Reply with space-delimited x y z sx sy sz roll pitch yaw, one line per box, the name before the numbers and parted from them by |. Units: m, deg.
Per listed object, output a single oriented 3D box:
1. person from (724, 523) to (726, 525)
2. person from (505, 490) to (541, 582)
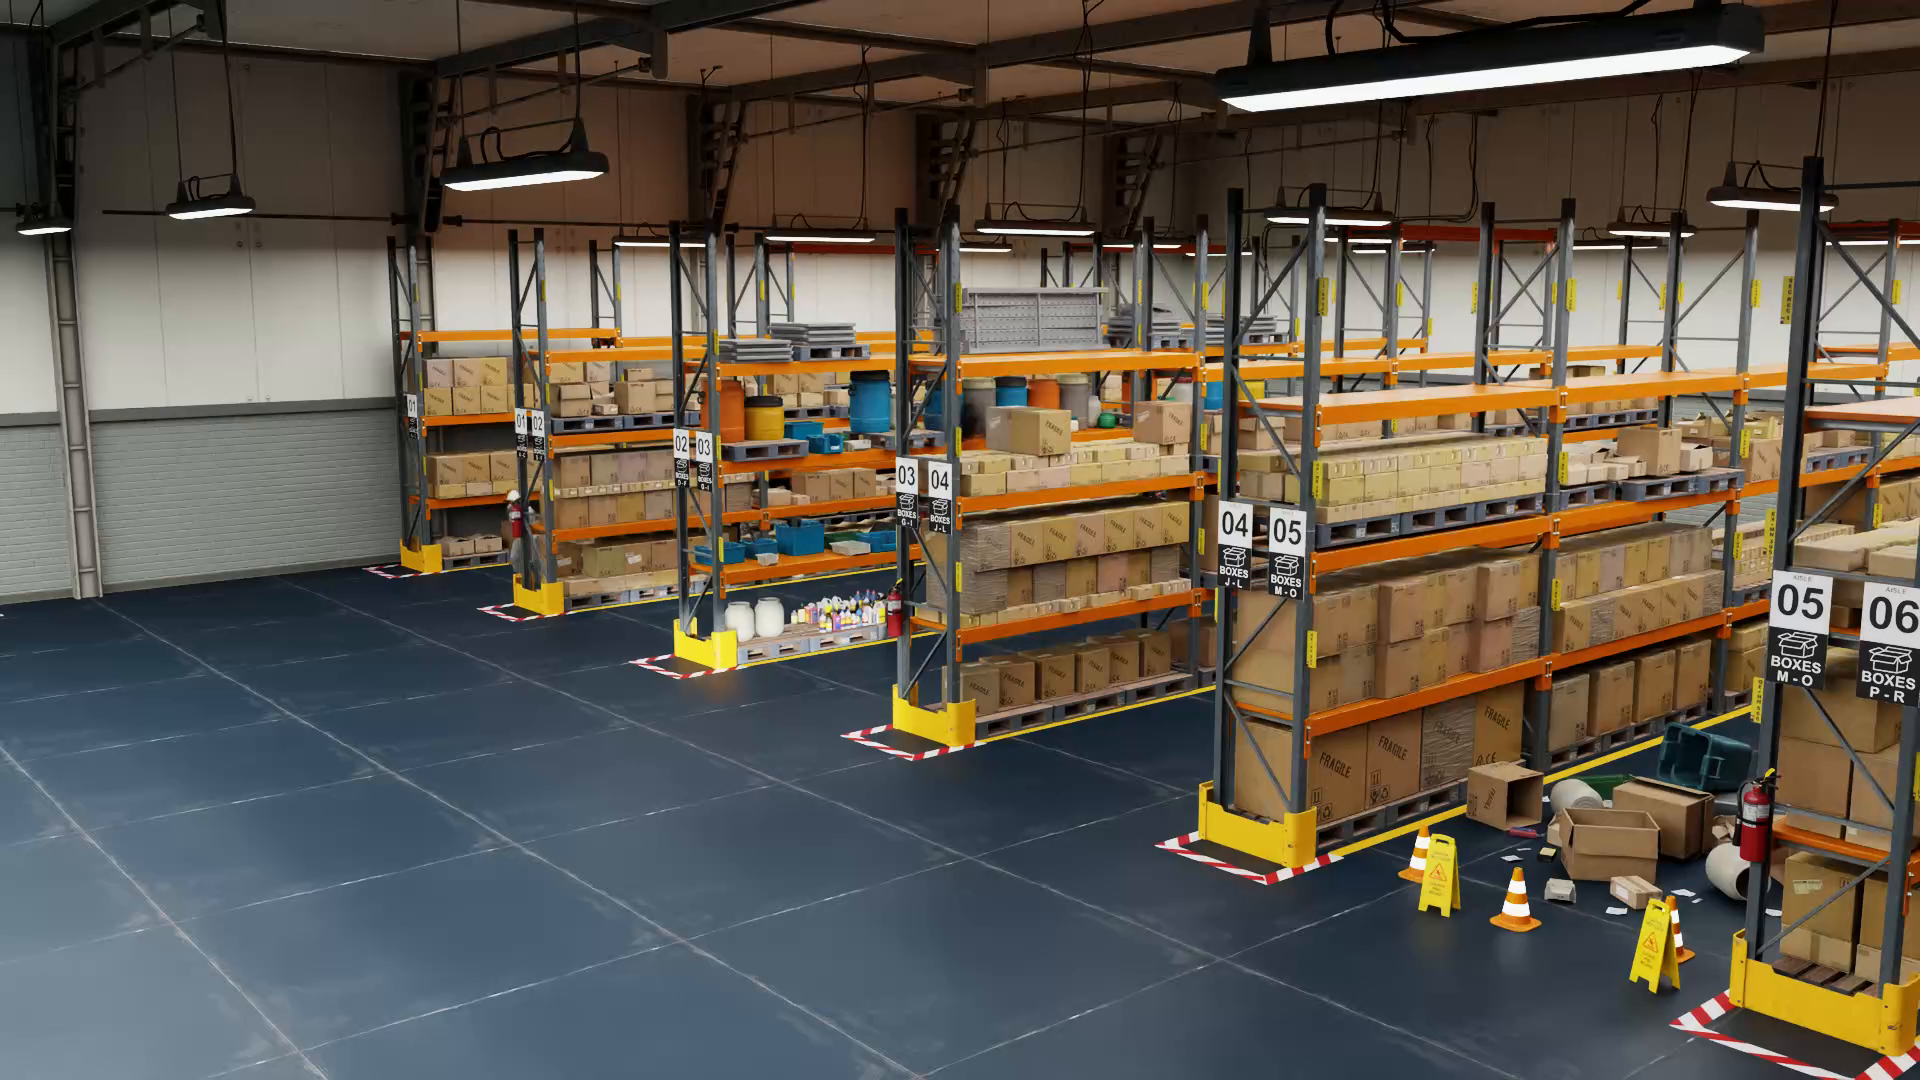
person | -4.581 -0.611 32.065 0.636 1.625 0.524 8 12 43
person | -7.418 0.009 28.385 0.698 1.784 0.951 4 10 25
